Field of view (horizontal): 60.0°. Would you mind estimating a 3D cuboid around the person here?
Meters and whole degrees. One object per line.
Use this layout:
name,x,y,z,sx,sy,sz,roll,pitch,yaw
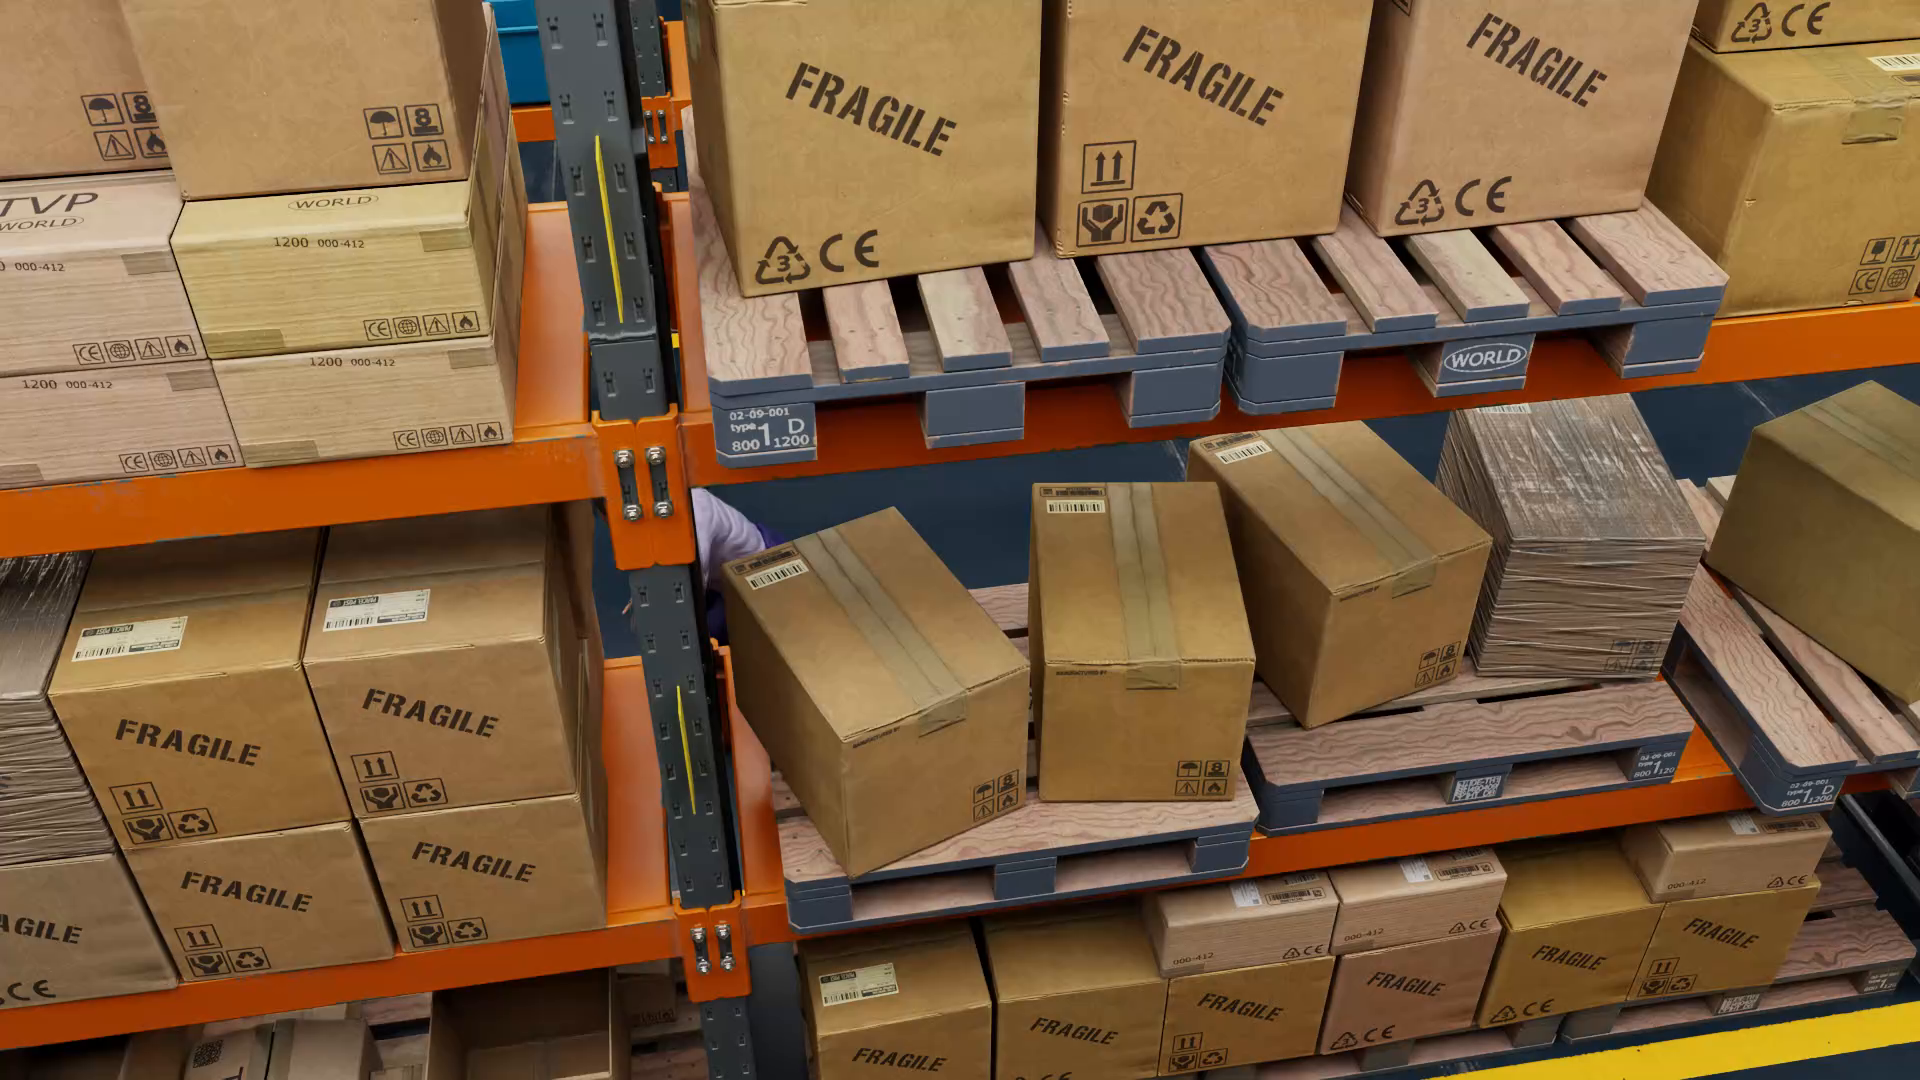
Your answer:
person,-0.929,0.228,6.179,0.704,1.284,0.537,-11,40,-13
